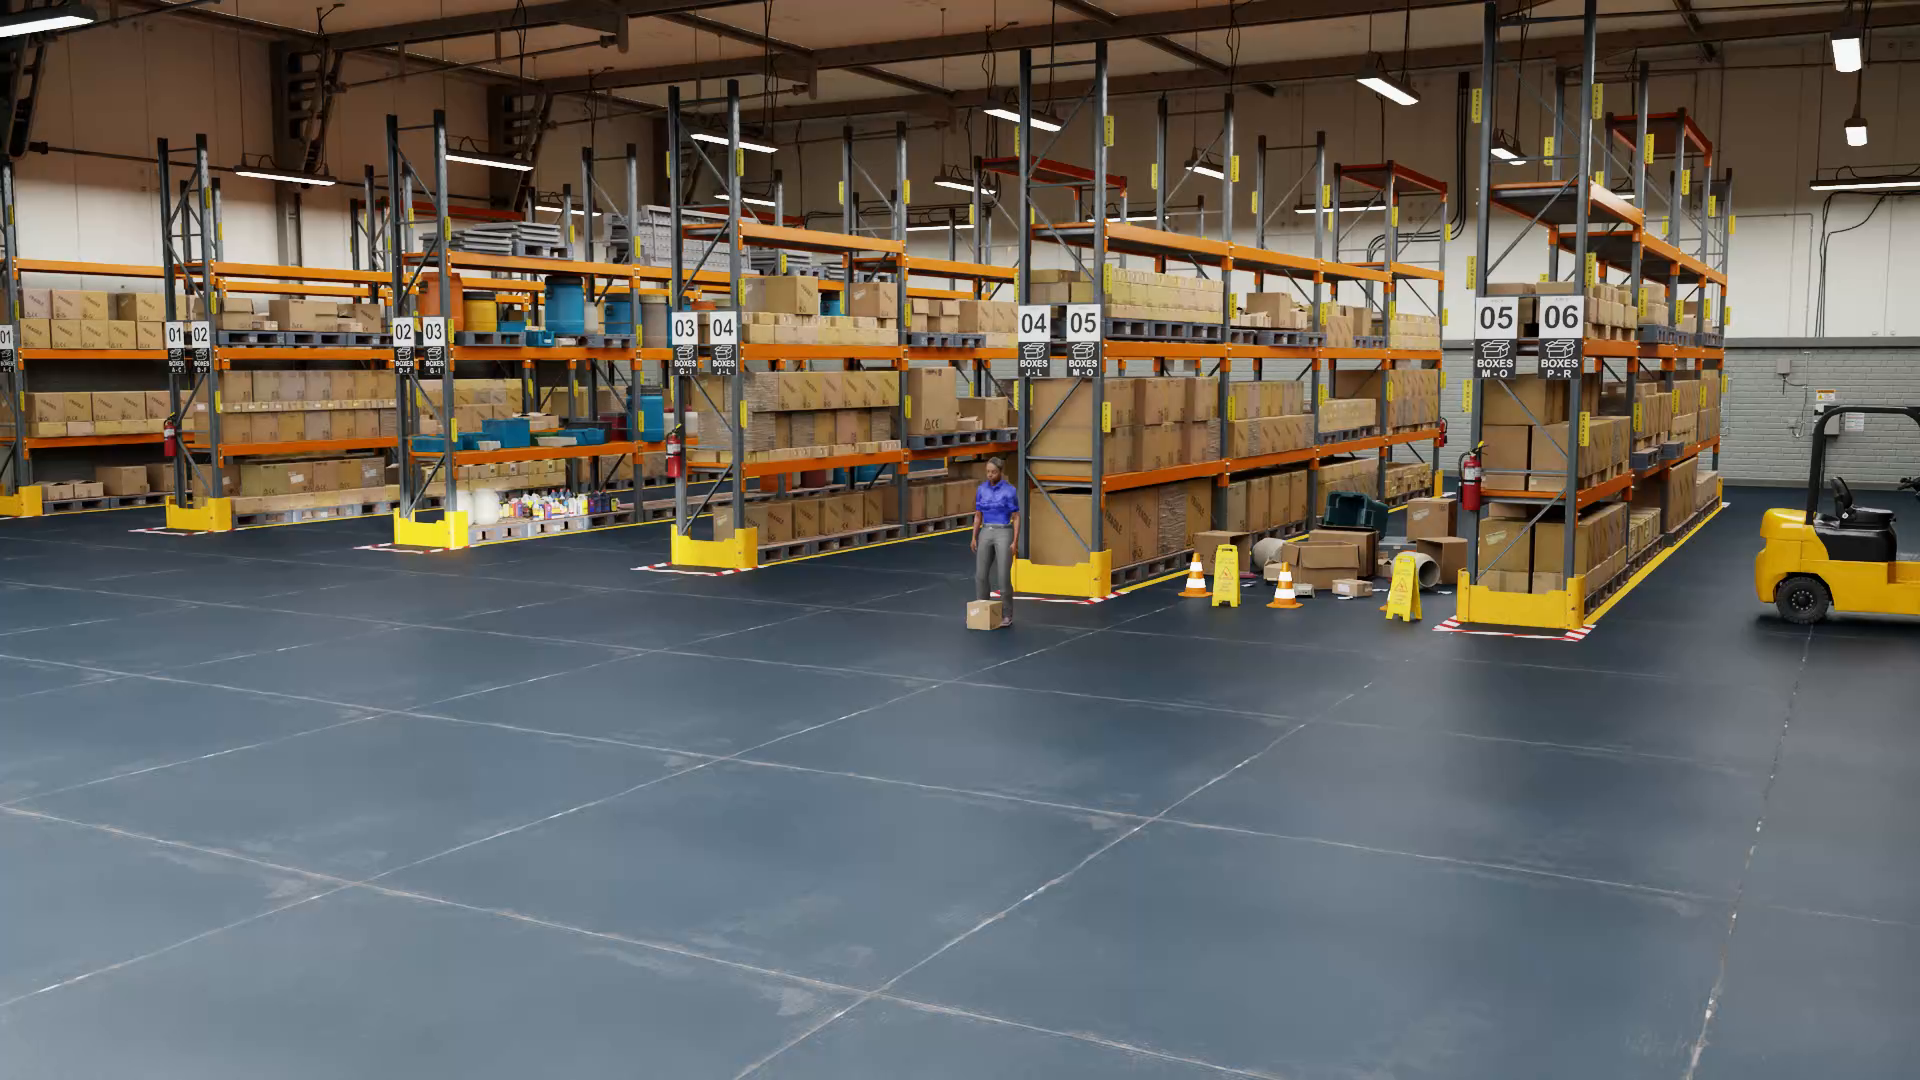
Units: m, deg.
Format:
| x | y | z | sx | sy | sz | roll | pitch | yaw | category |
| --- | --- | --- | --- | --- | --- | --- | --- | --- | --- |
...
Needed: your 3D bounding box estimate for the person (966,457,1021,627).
| x | y | z | sx | sy | sz | roll | pitch | yaw | category |
| --- | --- | --- | --- | --- | --- | --- | --- | --- | --- |
| 0.340 | 0.009 | 16.304 | 0.521 | 1.655 | 0.351 | 3 | 7 | 27 | person |
